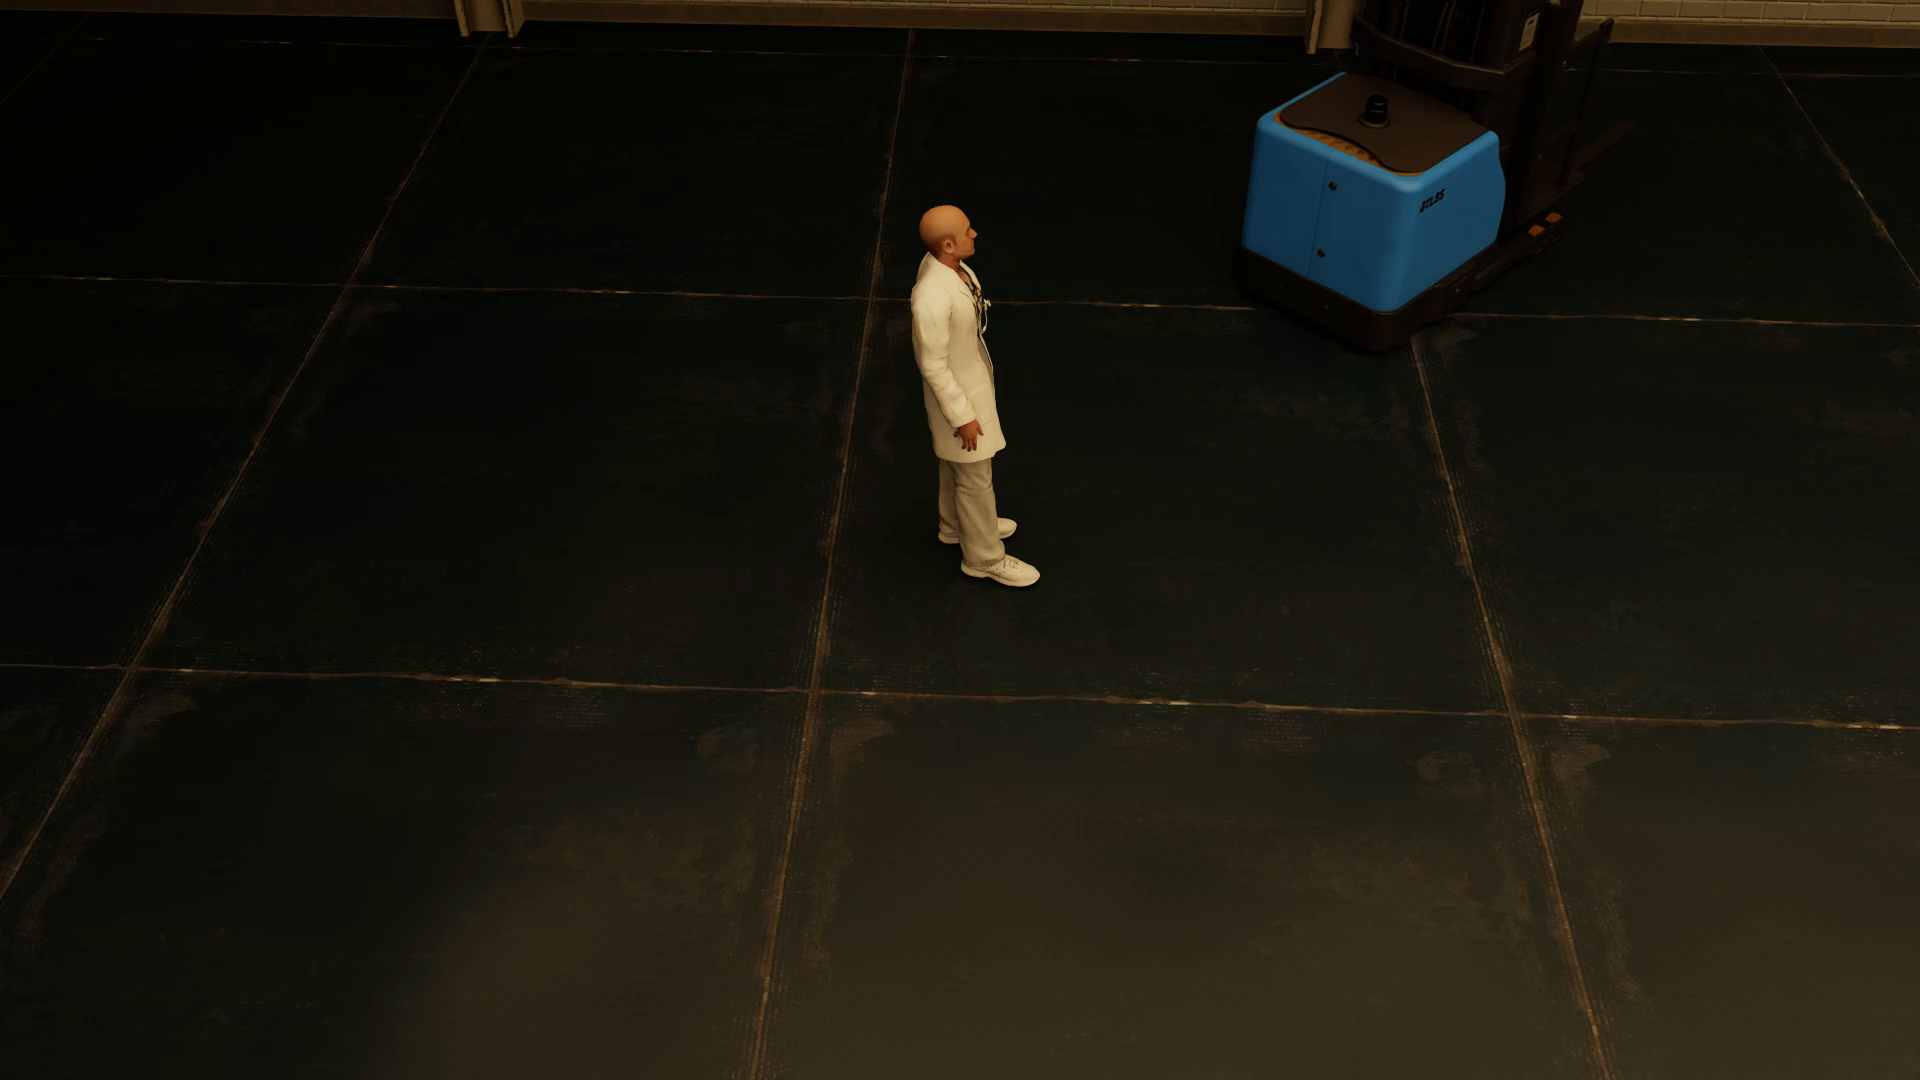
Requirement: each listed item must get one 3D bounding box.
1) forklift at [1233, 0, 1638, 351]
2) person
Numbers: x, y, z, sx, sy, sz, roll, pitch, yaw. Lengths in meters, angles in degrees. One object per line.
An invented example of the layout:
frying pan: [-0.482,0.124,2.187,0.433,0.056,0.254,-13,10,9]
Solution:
forklift: [2.953,-2.982,9.009,3.031,2.935,1.130,-34,52,-31]
person: [0.090,-0.656,7.306,0.580,1.776,0.698,2,42,2]
